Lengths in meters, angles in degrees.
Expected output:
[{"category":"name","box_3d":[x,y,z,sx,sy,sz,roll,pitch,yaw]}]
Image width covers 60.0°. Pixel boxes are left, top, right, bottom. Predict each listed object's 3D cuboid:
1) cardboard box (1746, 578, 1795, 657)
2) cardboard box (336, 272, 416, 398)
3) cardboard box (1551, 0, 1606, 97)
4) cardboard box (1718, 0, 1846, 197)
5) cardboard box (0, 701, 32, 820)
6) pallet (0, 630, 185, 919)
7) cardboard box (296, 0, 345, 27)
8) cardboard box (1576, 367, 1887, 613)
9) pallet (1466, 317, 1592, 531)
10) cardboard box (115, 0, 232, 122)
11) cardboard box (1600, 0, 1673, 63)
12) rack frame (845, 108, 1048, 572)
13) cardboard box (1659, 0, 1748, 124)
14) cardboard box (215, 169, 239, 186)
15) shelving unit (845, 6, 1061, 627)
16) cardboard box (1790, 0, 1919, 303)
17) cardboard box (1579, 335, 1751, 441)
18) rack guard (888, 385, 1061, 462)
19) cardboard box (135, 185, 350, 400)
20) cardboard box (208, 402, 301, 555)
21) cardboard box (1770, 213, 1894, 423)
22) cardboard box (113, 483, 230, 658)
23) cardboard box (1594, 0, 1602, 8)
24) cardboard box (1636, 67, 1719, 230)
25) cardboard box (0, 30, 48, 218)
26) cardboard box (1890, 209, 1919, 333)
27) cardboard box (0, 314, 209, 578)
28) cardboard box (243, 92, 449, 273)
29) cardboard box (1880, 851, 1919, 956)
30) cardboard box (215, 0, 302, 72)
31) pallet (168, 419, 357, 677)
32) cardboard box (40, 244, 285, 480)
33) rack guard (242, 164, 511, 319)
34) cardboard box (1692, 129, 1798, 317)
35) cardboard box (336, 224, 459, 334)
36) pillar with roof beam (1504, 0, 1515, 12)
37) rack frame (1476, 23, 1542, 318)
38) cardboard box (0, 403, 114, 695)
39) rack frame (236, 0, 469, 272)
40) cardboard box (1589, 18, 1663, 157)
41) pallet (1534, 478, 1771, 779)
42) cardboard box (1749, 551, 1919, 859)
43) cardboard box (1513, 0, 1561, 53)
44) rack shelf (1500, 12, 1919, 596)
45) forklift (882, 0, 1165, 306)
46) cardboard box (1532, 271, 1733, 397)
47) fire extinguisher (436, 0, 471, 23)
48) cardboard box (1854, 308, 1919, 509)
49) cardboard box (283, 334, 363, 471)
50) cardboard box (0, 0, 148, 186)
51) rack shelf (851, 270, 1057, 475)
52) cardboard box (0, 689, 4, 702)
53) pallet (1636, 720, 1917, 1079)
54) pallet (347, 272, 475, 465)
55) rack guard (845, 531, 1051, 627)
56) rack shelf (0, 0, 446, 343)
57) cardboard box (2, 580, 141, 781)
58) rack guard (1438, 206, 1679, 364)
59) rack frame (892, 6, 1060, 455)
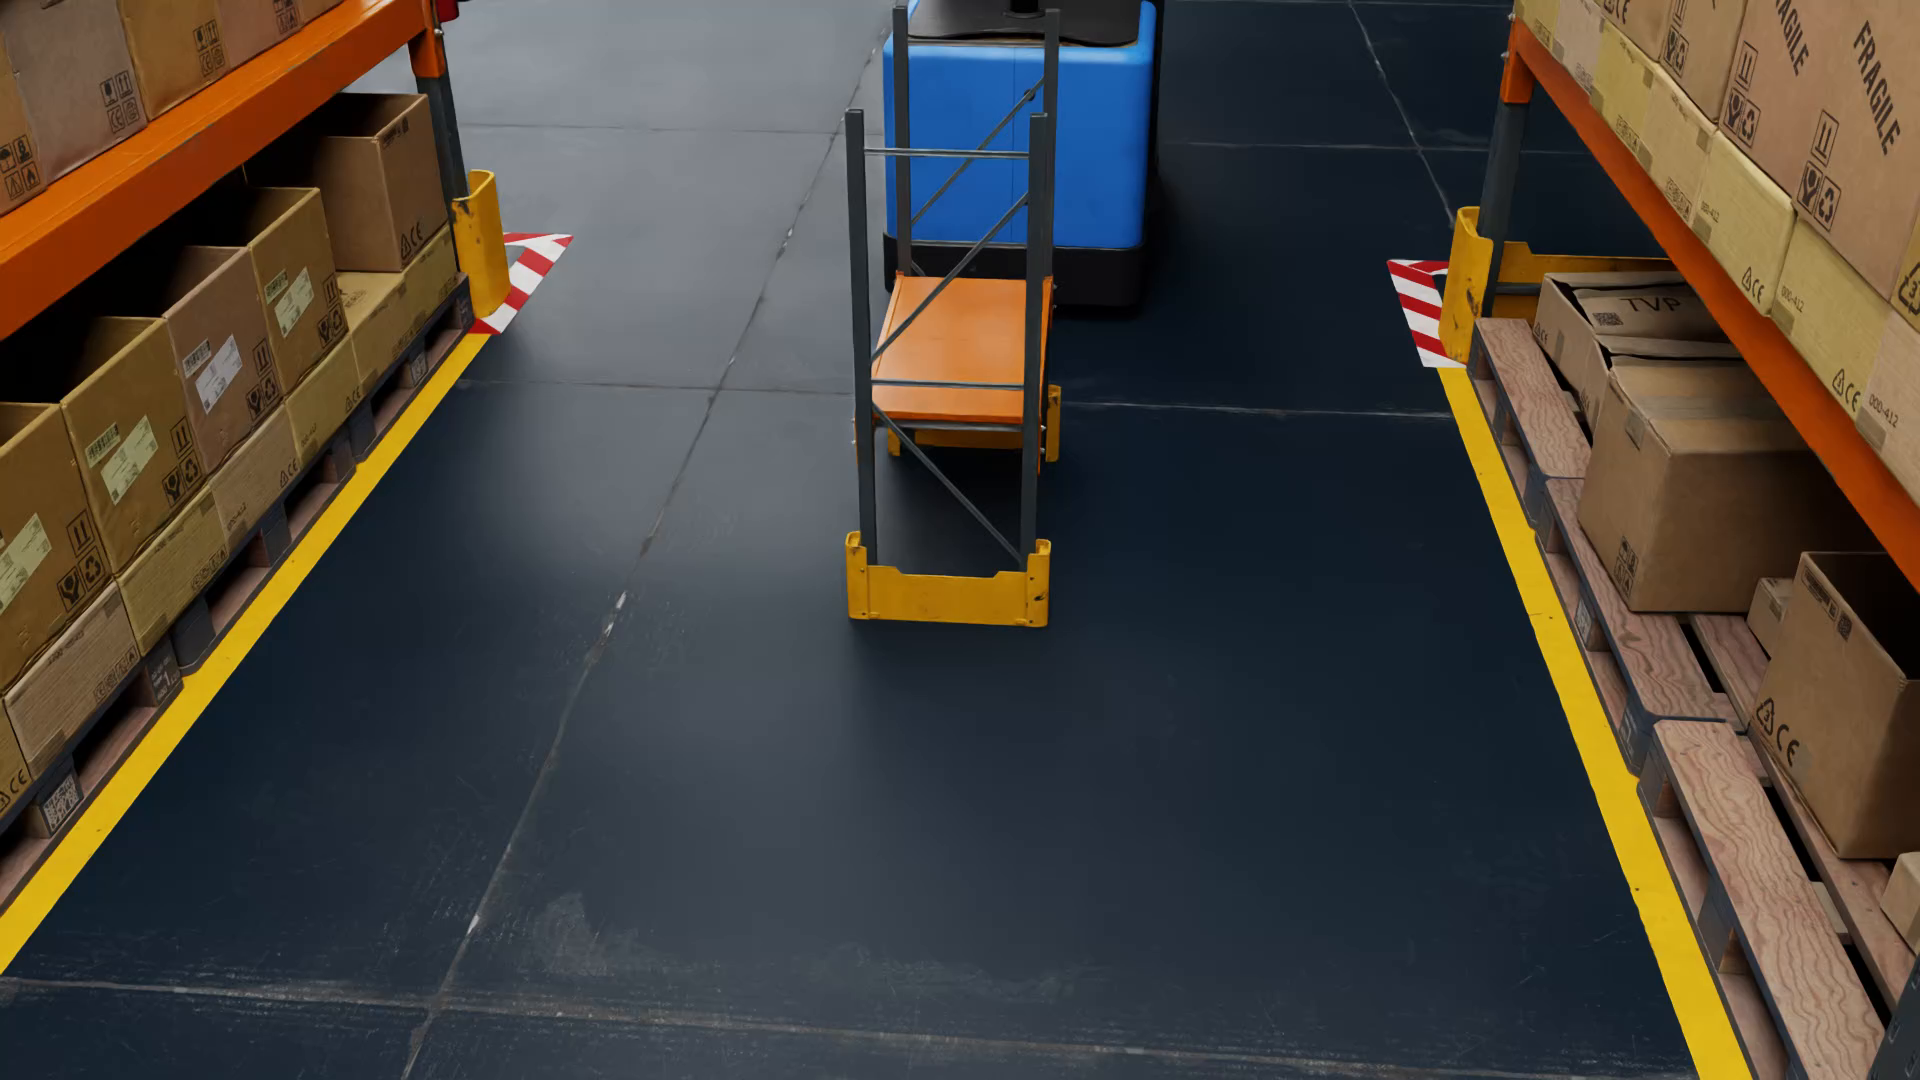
[{"category":"cardboard box","box_3d":[2.298,0.225,4.324,0.380,0.149,0.250,0,32,0]},{"category":"cardboard box","box_3d":[-2.242,-0.720,5.780,0.500,0.250,0.500,2,32,4]},{"category":"cardboard box","box_3d":[2.089,-1.488,4.930,0.500,0.250,0.500,2,32,2]},{"category":"cardboard box","box_3d":[1.964,-1.014,3.446,0.500,0.500,0.500,2,32,3]},{"category":"cardboard box","box_3d":[-2.450,0.587,3.659,0.500,0.250,0.500,2,32,4]},{"category":"pallet","box_3d":[-2.684,0.597,4.079,1.003,0.211,1.213,2,32,4]},{"category":"cardboard box","box_3d":[-2.515,-2.066,5.648,0.700,0.500,0.500,2,32,4]},{"category":"cardboard box","box_3d":[2.171,-0.143,4.586,0.700,0.500,0.500,1,32,1]},{"category":"pallet","box_3d":[2.366,-0.407,5.710,1.003,0.211,1.213,2,32,4]},{"category":"cardboard box","box_3d":[-2.599,-1.532,4.781,0.700,0.500,0.500,3,32,4]},{"category":"cardboard box","box_3d":[2.036,-1.557,4.326,0.500,0.500,0.500,1,32,2]},{"category":"rack frame","box_3d":[-0.034,-0.417,4.498,0.500,1.500,0.032,2,32,4]},{"category":"cardboard box","box_3d":[2.006,-1.286,3.887,0.500,0.500,0.500,3,32,6]},{"category":"cardboard box","box_3d":[-2.769,-1.062,5.620,0.500,0.500,0.500,2,32,4]},{"category":"shelving unit","box_3d":[0.006,-0.678,4.921,0.587,1.500,1.083,2,32,4]},{"category":"cardboard box","box_3d":[1.913,-0.751,3.019,0.500,0.500,0.500,2,32,4]},{"category":"cardboard box","box_3d":[2.281,-0.444,5.255,0.500,0.311,0.500,5,32,8]},{"category":"rack guard","box_3d":[0.047,-0.407,5.672,0.587,0.250,0.087,2,32,4]},{"category":"cardboard box","box_3d":[-2.278,-0.778,5.159,0.500,0.500,0.500,2,32,4]},{"category":"cardboard box","box_3d":[-2.324,-0.197,4.932,0.500,0.250,0.500,2,32,4]},{"category":"cardboard box","box_3d":[1.933,-0.431,3.215,0.500,0.250,0.500,3,32,4]},{"category":"cardboard box","box_3d":[-2.358,0.064,4.507,0.500,0.250,0.500,2,32,4]},{"category":"cardboard box","box_3d":[2.085,-1.827,4.764,0.500,0.500,0.500,3,32,4]},{"category":"cardboard box","box_3d":[1.998,-0.958,4.069,0.500,0.250,0.500,3,32,4]},{"category":"cardboard box","box_3d":[-2.679,-0.989,3.900,0.700,0.500,0.500,3,32,5]},{"category":"cardboard box","box_3d":[1.878,-0.490,2.596,0.500,0.500,0.500,2,32,4]},{"category":"cardboard box","box_3d":[-2.359,-0.255,4.311,0.500,0.500,0.500,2,32,4]},{"category":"cardboard box","box_3d":[-2.211,-1.301,6.009,0.500,0.500,0.500,2,32,4]},{"category":"cardboard box","box_3d":[2.161,0.772,3.420,0.380,0.166,0.250,-2,32,-2]},{"category":"cardboard box","box_3d":[-2.553,-1.791,5.202,0.700,0.500,0.500,3,32,5]},{"category":"pallet","box_3d":[-2.587,-0.042,5.117,1.003,0.211,1.213,2,32,4]},{"category":"cardboard box","box_3d":[-2.320,-0.517,4.735,0.500,0.500,0.500,2,32,4]},{"category":"rack guard","box_3d":[-2.462,-1.216,6.746,1.175,0.500,0.348,2,32,4]},{"category":"cardboard box","box_3d":[1.958,-0.695,3.643,0.500,0.250,0.500,2,32,4]},{"category":"cardboard box","box_3d":[-2.214,-0.982,6.205,0.500,0.250,0.500,2,32,4]},{"category":"pillar with roof beam","box_3d":[-0.524,-7.530,8.891,9.100,9.000,0.400,2,32,4]},{"category":"rack frame","box_3d":[2.473,-2.058,5.730,1.000,3.000,0.127,2,32,4]},{"category":"cardboard box","box_3d":[-2.407,0.006,3.887,0.500,0.500,0.500,2,32,4]},{"category":"rack frame","box_3d":[-2.464,-2.267,6.070,1.000,3.000,0.127,2,32,4]},{"category":"cardboard box","box_3d":[2.042,-1.222,4.498,0.500,0.250,0.500,2,32,3]},{"category":"pallet","box_3d":[2.264,0.229,4.677,1.003,0.211,1.213,2,32,4]},{"category":"cardboard box","box_3d":[2.192,0.367,3.759,0.500,0.500,0.500,0,32,0]},{"category":"cardboard box","box_3d":[2.117,-1.761,5.372,0.500,0.250,0.500,2,32,3]},{"category":"rack shelf","box_3d":[2.310,-0.705,4.221,1.077,0.370,4.000,2,32,4]},{"category":"forklift","box_3d":[0.380,-2.931,7.212,1.130,2.935,3.031,4,32,6]},{"category":"cardboard box","box_3d":[2.327,-0.742,5.739,0.500,0.311,0.500,-1,32,-2]},{"category":"fire extinguisher","box_3d":[-1.992,-2.276,6.158,0.296,0.674,0.183,2,32,4]},{"category":"cardboard box","box_3d":[1.884,-0.171,2.793,0.500,0.250,0.500,3,32,4]},{"category":"cardboard box","box_3d":[-2.281,-0.459,5.356,0.500,0.250,0.500,2,32,4]},{"category":"cardboard box","box_3d":[-2.638,-1.257,4.335,0.700,0.500,0.500,3,32,5]},{"category":"rack shelf","box_3d":[0.007,-0.530,5.023,0.538,0.185,1.000,2,32,4]},{"category":"cardboard box","box_3d":[-2.440,0.268,3.462,0.500,0.500,0.500,2,32,4]},{"category":"pallet","box_3d":[2.167,0.869,3.639,1.003,0.211,1.213,2,32,4]},{"category":"pallet","box_3d":[-2.485,-0.678,6.150,1.003,0.211,1.213,2,32,4]},{"category":"rack guard","box_3d":[-0.034,0.114,4.827,0.587,0.250,0.087,2,32,4]},{"category":"rack shelf","box_3d":[-2.627,-0.915,4.562,1.077,0.370,4.000,2,32,4]},{"category":"cardboard box","box_3d":[-2.404,0.325,4.083,0.500,0.250,0.500,2,32,4]},{"category":"rack guard","box_3d":[2.467,-0.954,6.321,1.175,0.500,0.348,2,32,4]},{"category":"rack frame","box_3d":[0.048,-0.949,5.360,0.500,1.500,0.032,2,32,4]}]
